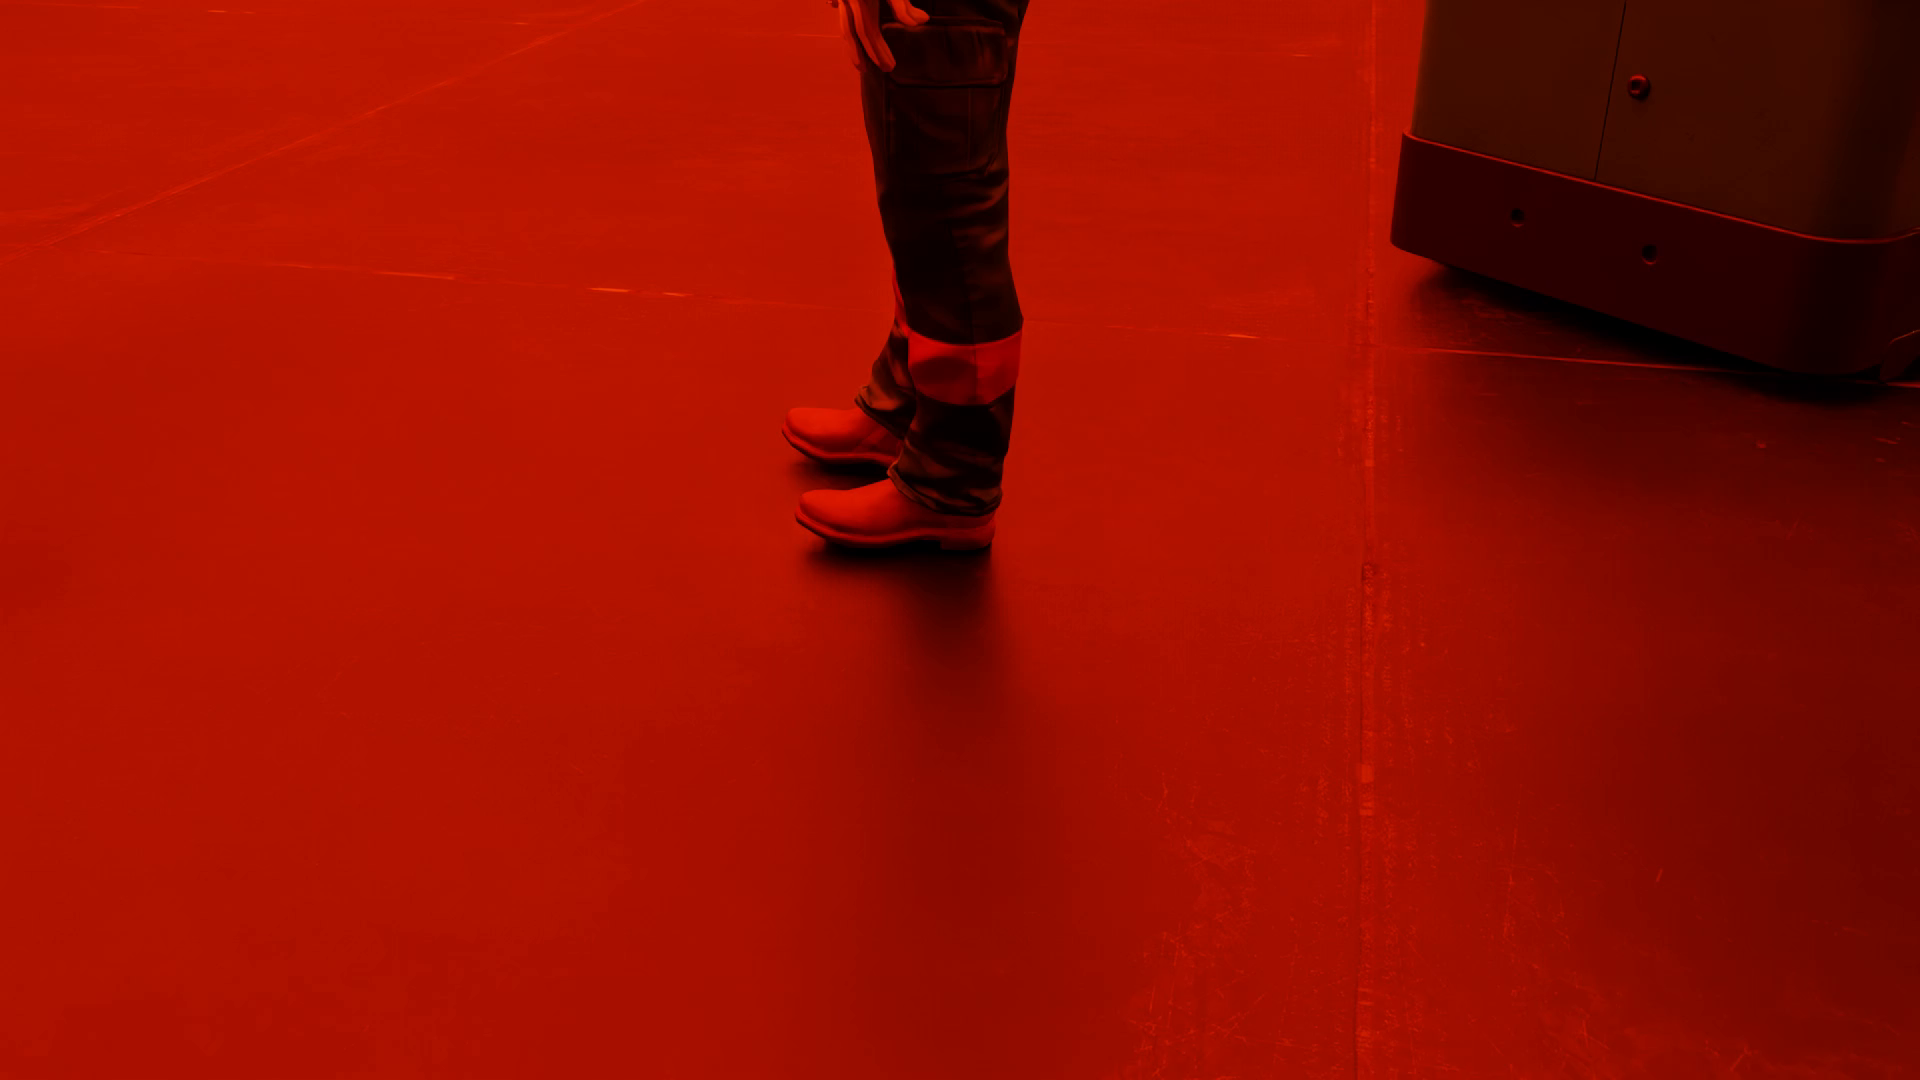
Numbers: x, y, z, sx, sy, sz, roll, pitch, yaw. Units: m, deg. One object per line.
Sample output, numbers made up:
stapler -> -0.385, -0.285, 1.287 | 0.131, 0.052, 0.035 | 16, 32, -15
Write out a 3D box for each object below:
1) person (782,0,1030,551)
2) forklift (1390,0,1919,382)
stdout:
person -> -0.077, -0.819, 2.120 | 0.560, 1.790, 0.637 | 6, 27, 11
forklift -> 2.439, -2.096, 3.400 | 3.031, 2.935, 1.130 | -17, 32, -31
